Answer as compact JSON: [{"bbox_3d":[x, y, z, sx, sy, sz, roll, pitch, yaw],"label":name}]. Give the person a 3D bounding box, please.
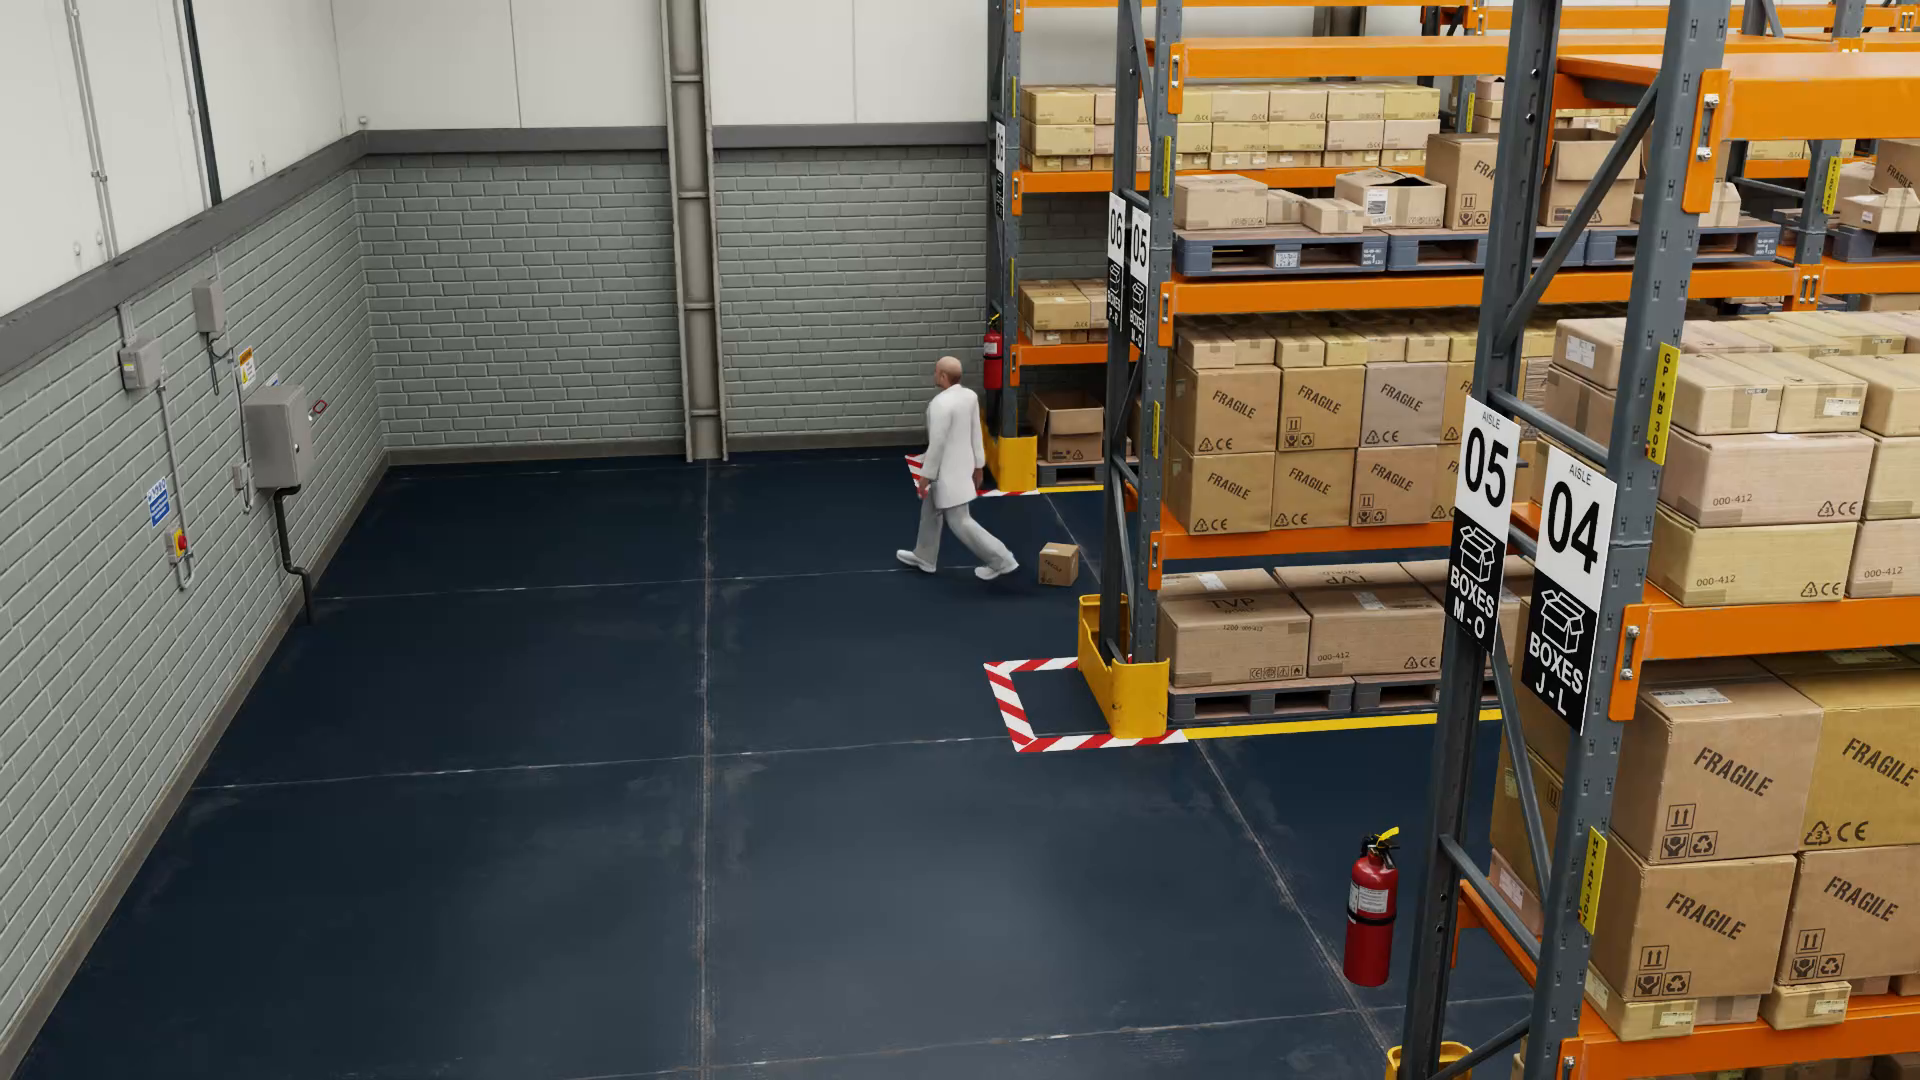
[{"bbox_3d":[-0.037,-0.527,12.575,1.107,1.738,0.583,9,21,23],"label":"person"}]
